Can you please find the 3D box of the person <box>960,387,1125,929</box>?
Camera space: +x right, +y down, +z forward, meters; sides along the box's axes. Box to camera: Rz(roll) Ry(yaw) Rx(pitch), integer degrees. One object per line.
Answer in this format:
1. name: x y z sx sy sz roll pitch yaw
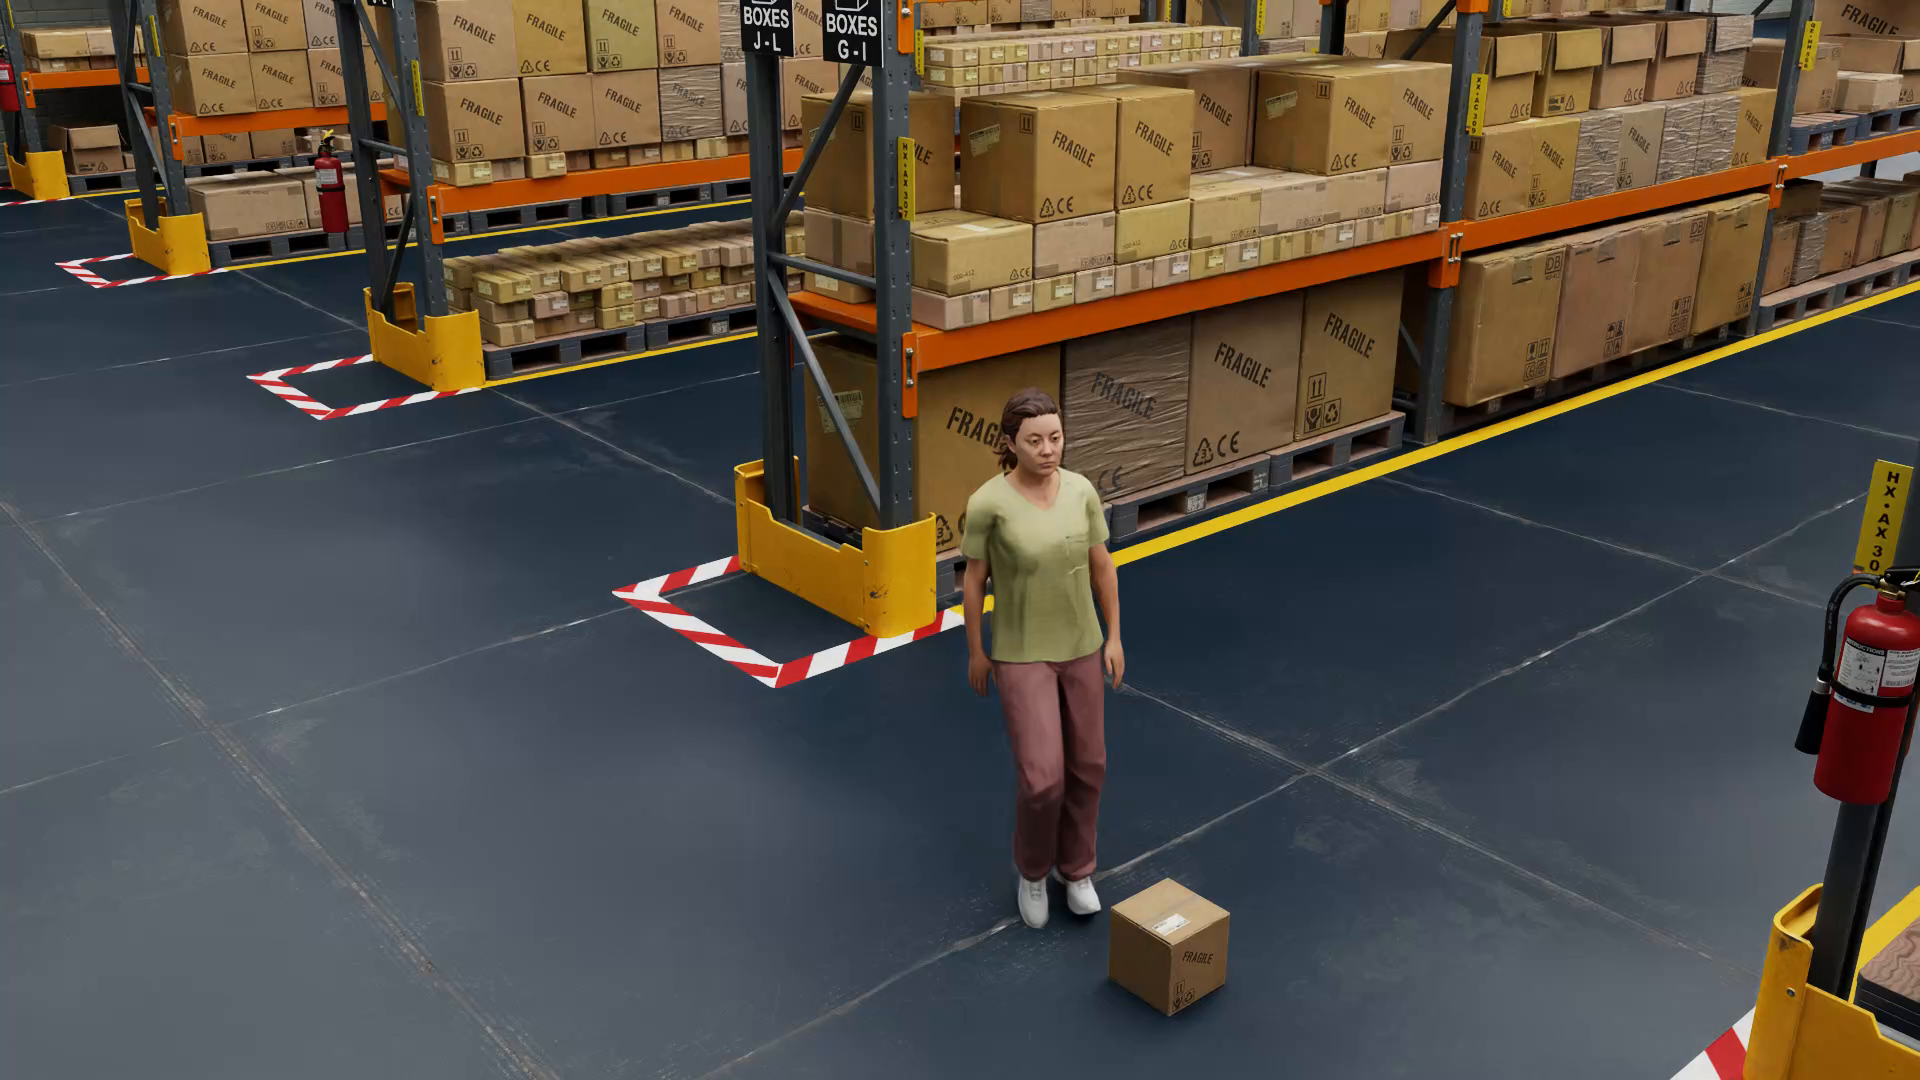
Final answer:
1. person: 0.277 0.381 5.092 0.485 1.694 0.523 -8 22 -20
